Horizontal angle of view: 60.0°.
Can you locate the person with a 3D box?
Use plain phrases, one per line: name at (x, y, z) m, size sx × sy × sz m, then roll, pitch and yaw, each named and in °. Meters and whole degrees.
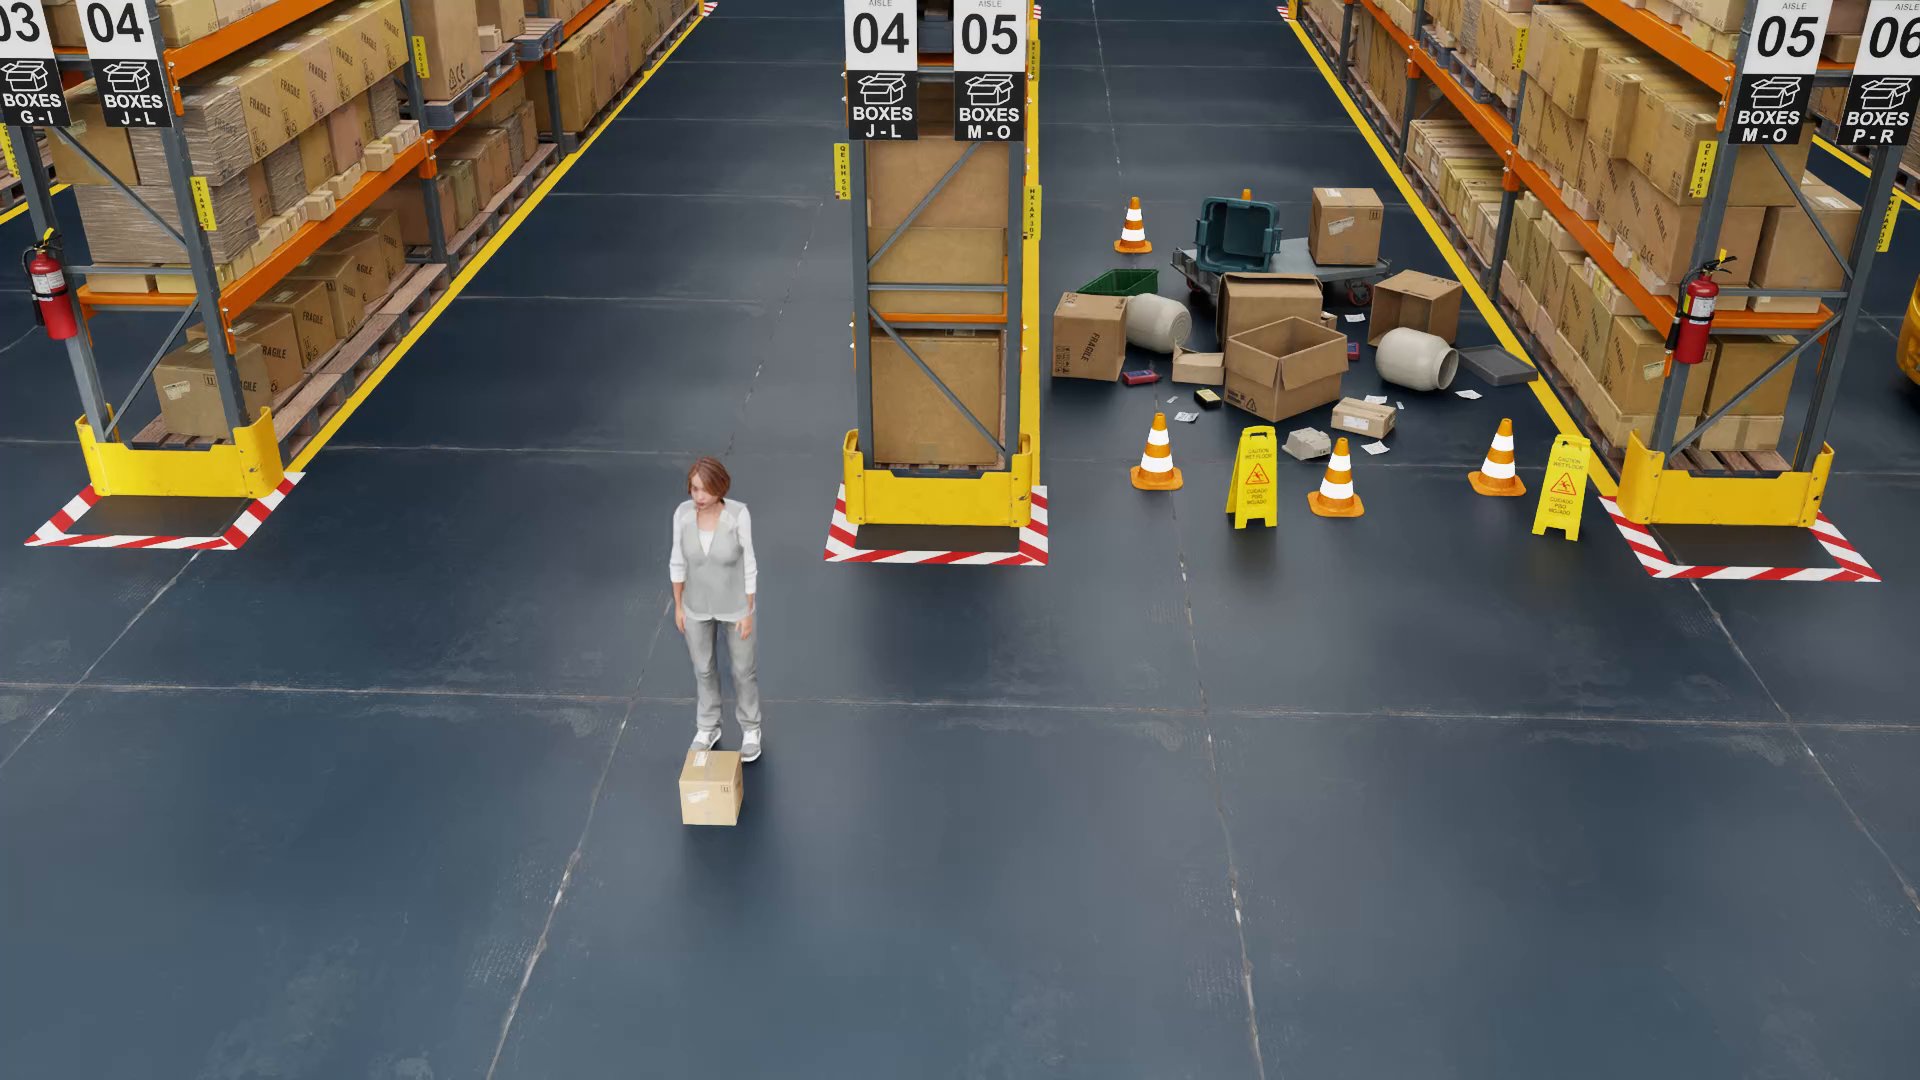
person at (-1.169, 0.336, 7.968) m, size 0.421 × 1.608 × 0.306 m, roll 1°, pitch 28°, yaw 2°
